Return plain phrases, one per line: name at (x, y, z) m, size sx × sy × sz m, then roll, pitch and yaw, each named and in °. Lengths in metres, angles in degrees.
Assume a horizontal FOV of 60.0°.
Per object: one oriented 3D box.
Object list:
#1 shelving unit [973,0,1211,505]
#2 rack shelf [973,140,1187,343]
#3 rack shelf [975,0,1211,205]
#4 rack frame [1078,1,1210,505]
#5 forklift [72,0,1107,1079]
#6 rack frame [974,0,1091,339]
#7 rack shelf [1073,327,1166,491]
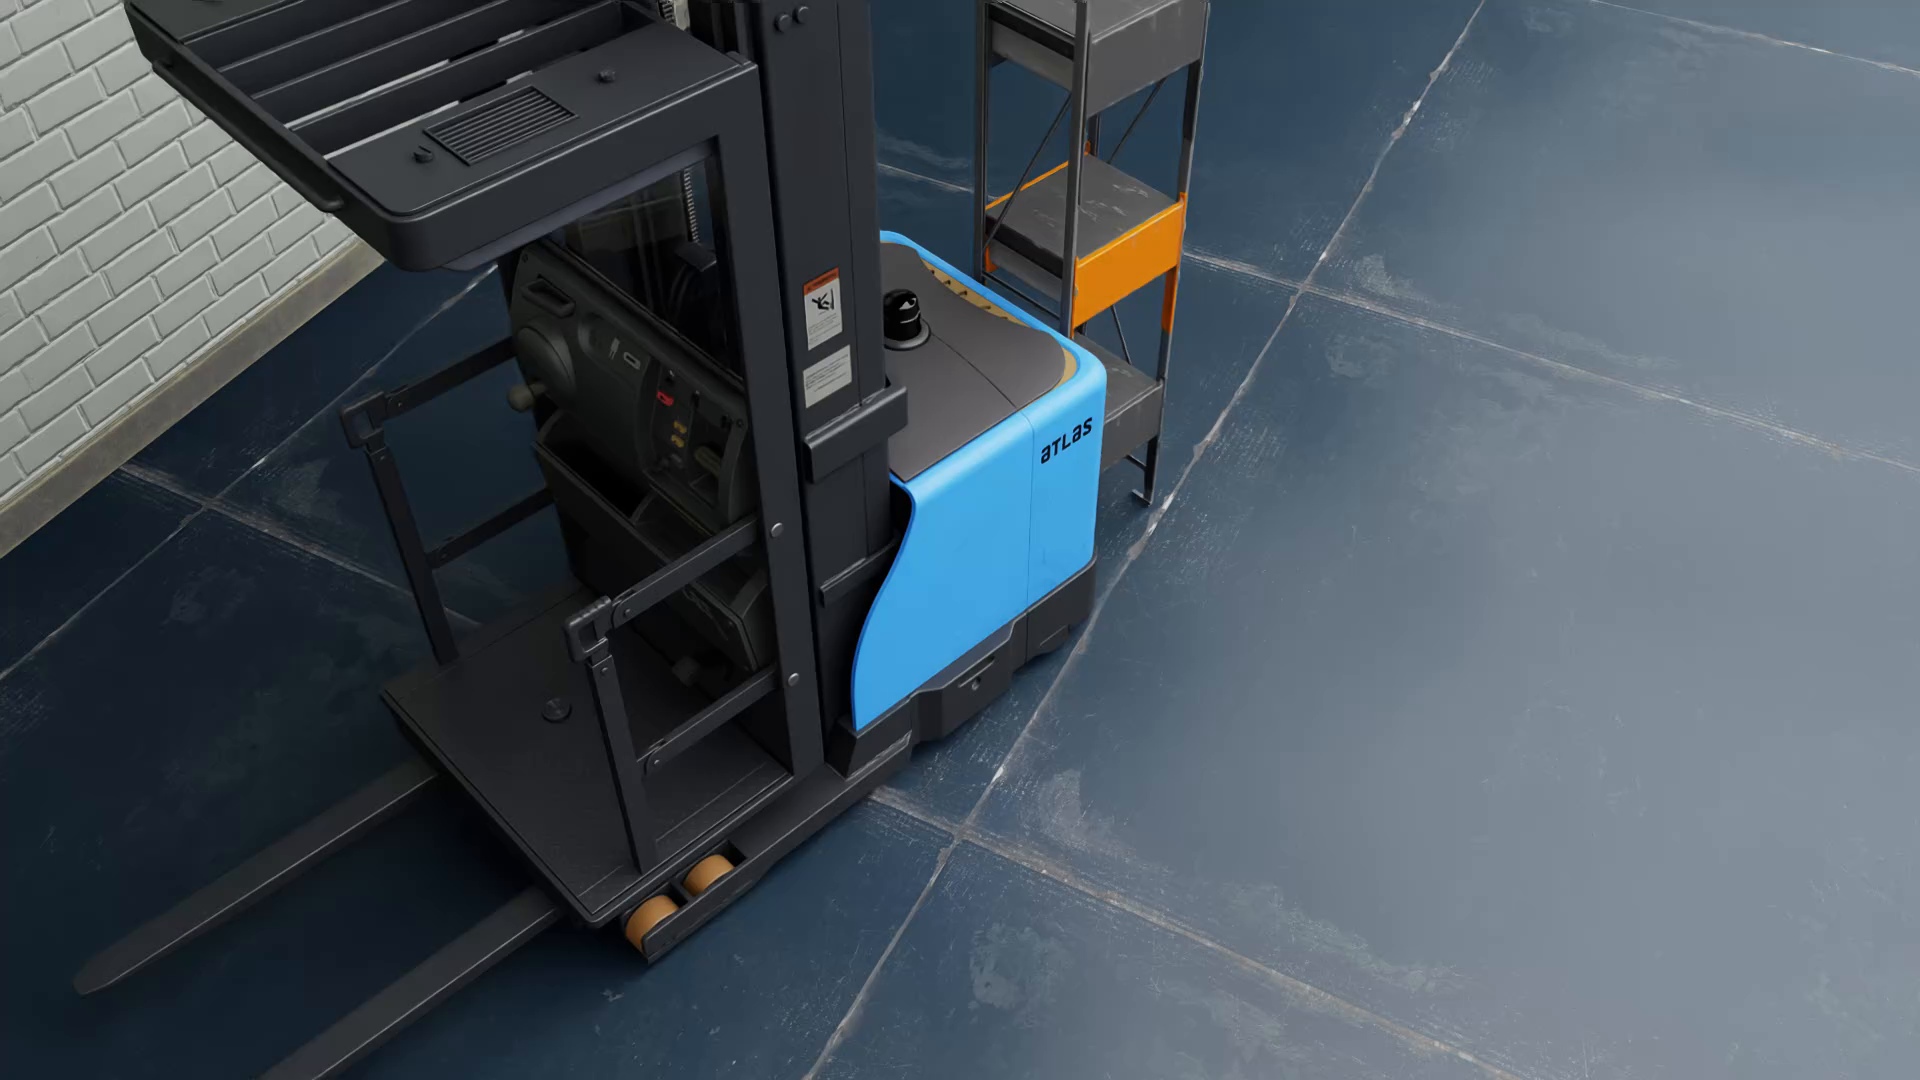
shelving unit at (0.362, -0.846, 5.110) m, size 0.503 × 2.100 × 0.431 m, roll -34°, pitch 54°, yaw -29°
rack shelf at (0.362, -0.837, 5.120) m, size 0.480 × 0.518 × 0.431 m, roll -34°, pitch 54°, yaw -29°
rack shelf at (0.362, -1.329, 4.622) m, size 0.480 × 0.518 × 0.431 m, roll -34°, pitch 54°, yaw -29°
rack frame at (0.538, -0.966, 5.229) m, size 0.015 × 2.100 × 0.400 m, roll -34°, pitch 54°, yaw -29°
forklift at (-0.977, -0.303, 3.988) m, size 3.031 × 2.935 × 1.130 m, roll -34°, pitch 54°, yaw -29°
rack frame at (0.185, -0.727, 4.992) m, size 0.015 × 2.100 × 0.400 m, roll -34°, pitch 54°, yaw -29°
rack shelf at (0.362, -0.345, 5.618) m, size 0.480 × 0.518 × 0.431 m, roll -34°, pitch 54°, yaw -29°
